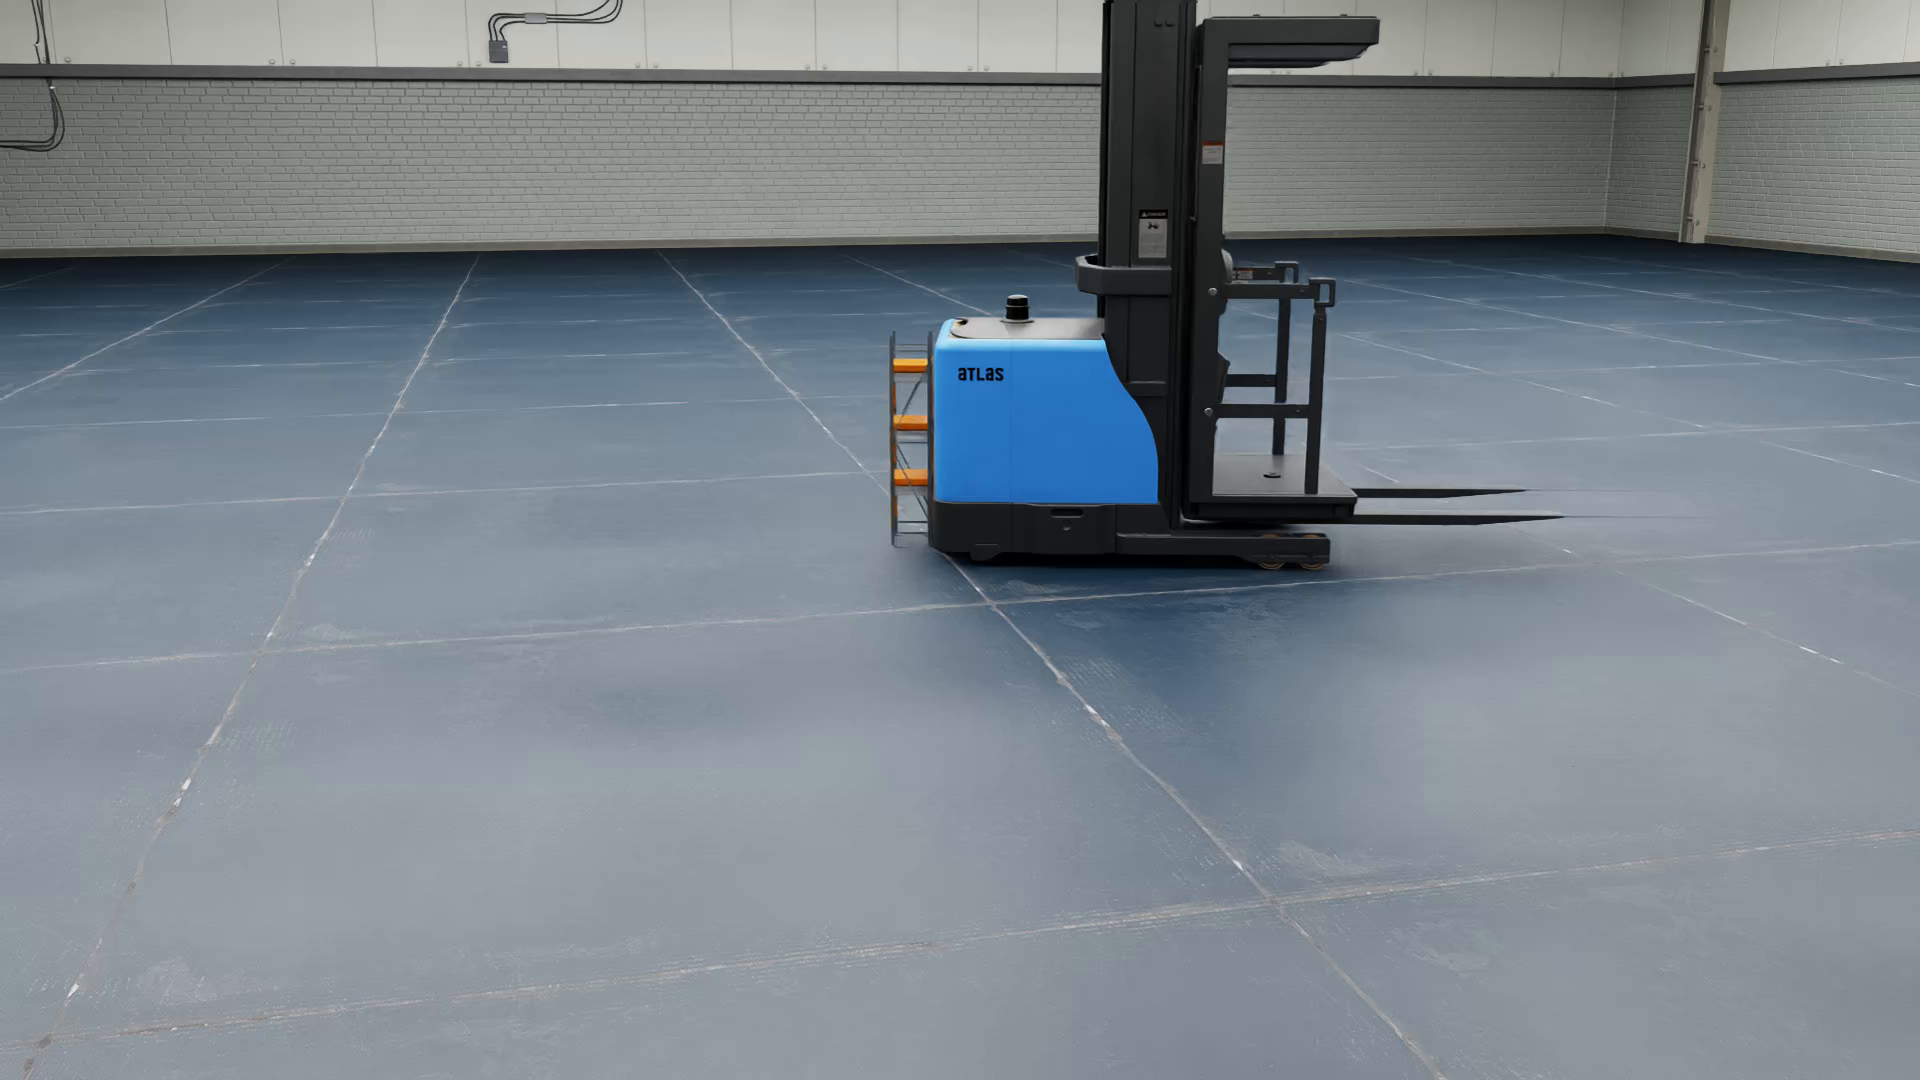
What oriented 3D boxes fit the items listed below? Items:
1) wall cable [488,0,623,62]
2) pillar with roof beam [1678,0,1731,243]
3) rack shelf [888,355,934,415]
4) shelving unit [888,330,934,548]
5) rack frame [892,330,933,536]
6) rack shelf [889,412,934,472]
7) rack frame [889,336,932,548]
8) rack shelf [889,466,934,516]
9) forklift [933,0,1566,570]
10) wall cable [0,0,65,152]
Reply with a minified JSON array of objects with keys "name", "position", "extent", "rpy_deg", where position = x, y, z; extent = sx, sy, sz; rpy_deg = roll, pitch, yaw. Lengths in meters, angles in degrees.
[{"name":"wall cable","position":[-6.939,-11.180,28.062],"extent":[2.305,6.003,0.169],"rpy_deg":[-3,14,-13]},{"name":"pillar with roof beam","position":[9.671,-9.765,29.436],"extent":[9.100,9.000,0.400],"rpy_deg":[-3,14,-13]},{"name":"rack shelf","position":[-0.239,-0.767,8.204],"extent":[0.215,0.259,0.240],"rpy_deg":[0,14,1]},{"name":"shelving unit","position":[-0.239,-0.502,8.269],"extent":[0.215,1.050,0.252],"rpy_deg":[0,14,1]},{"name":"rack frame","position":[-0.237,-0.531,8.387],"extent":[0.200,1.050,0.008],"rpy_deg":[0,14,1]},{"name":"rack shelf","position":[-0.239,-0.491,8.271],"extent":[0.215,0.259,0.240],"rpy_deg":[0,14,1]},{"name":"rack frame","position":[-0.241,-0.473,8.150],"extent":[0.200,1.050,0.008],"rpy_deg":[0,14,1]},{"name":"rack shelf","position":[-0.239,-0.221,8.337],"extent":[0.215,0.259,0.240],"rpy_deg":[0,14,1]},{"name":"forklift","position":[1.396,-1.411,8.026],"extent":[3.031,2.935,1.130],"rpy_deg":[0,14,2]},{"name":"wall cable","position":[-16.170,-7.494,26.683],"extent":[3.097,2.526,0.112],"rpy_deg":[-3,14,-13]}]
